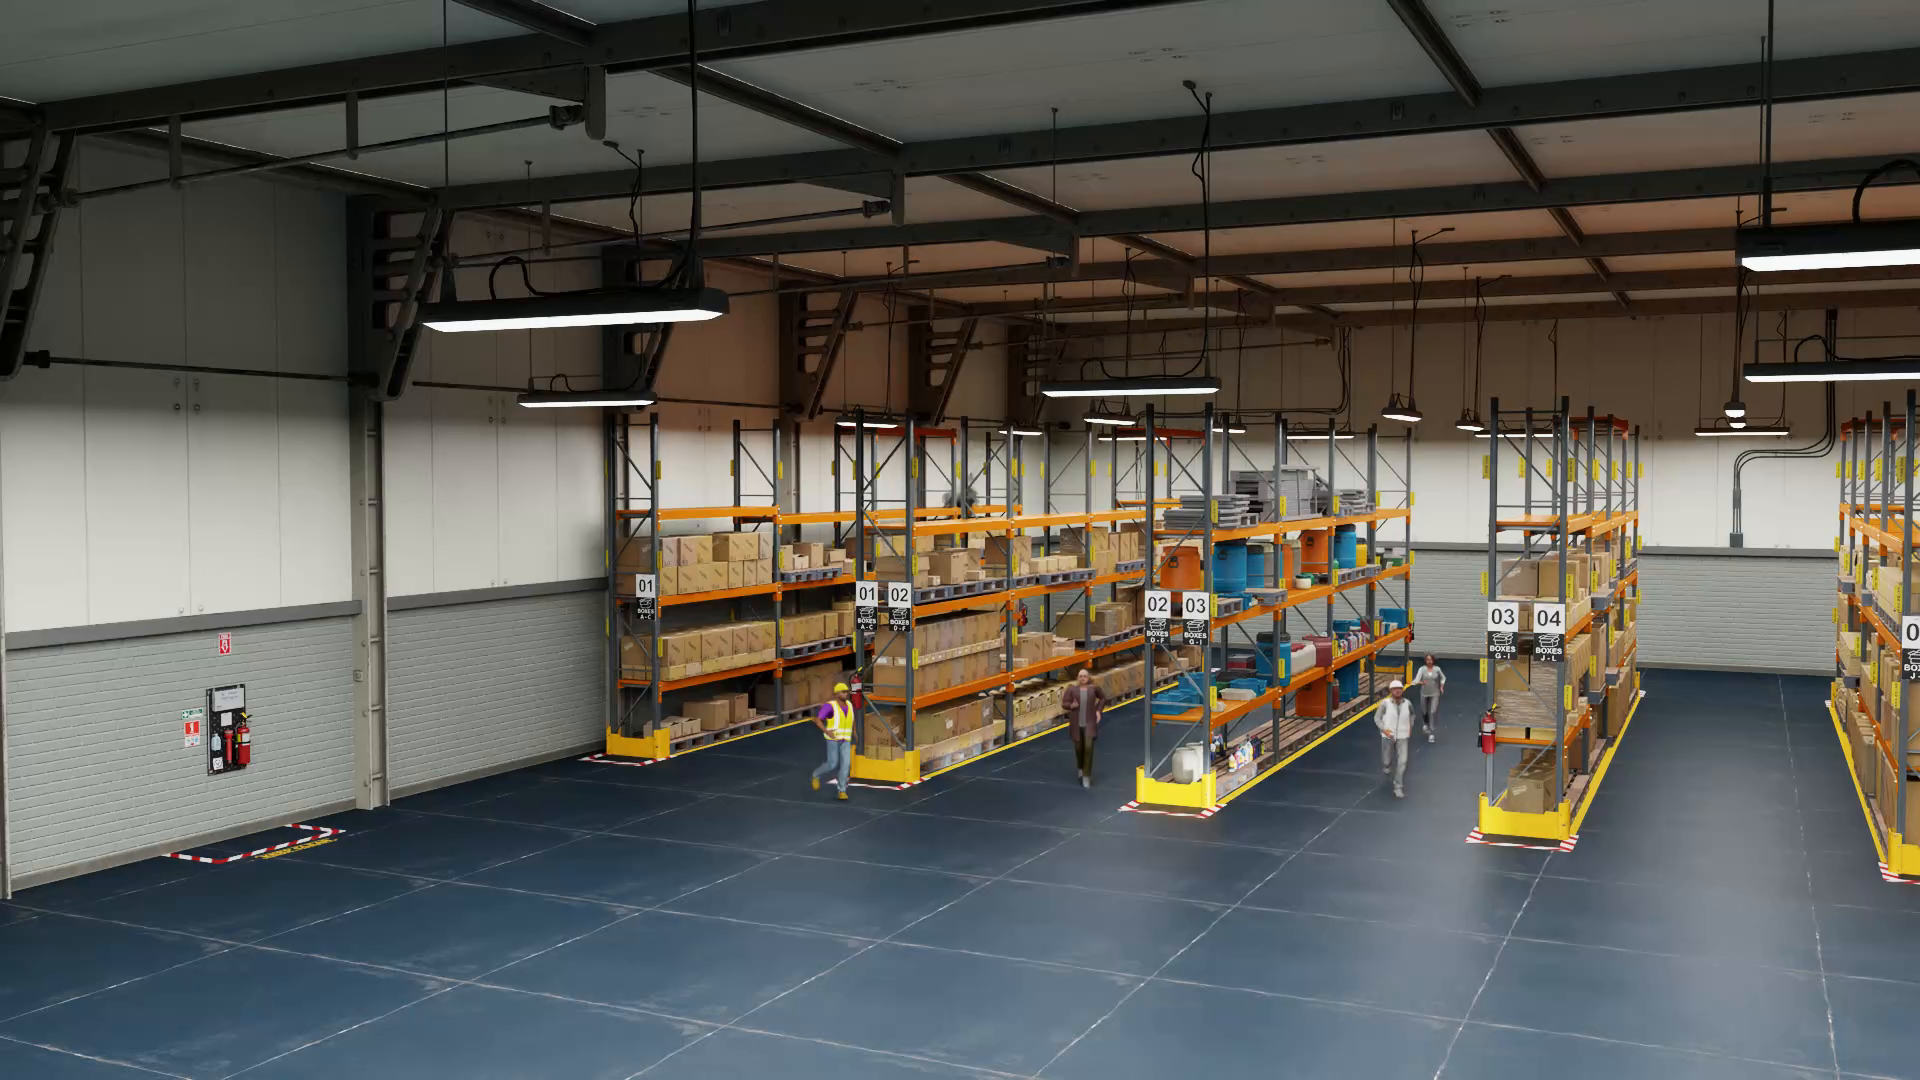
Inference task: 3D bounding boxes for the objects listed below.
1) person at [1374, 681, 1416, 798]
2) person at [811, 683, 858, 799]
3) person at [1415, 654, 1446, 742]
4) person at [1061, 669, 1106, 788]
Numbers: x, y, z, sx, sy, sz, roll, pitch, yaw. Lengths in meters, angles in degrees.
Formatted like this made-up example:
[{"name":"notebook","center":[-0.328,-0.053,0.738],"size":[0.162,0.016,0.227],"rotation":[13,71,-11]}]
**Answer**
[{"name":"person","center":[6.776,3.064,25.892],"size":[0.642,1.760,1.011],"rotation":[0,2,10]},{"name":"person","center":[-1.858,3.067,25.542],"size":[0.768,1.742,0.886],"rotation":[-2,3,-40]},{"name":"person","center":[8.706,2.896,30.811],"size":[0.544,1.586,0.879],"rotation":[1,3,18]},{"name":"person","center":[1.964,2.974,26.544],"size":[0.690,1.819,0.910],"rotation":[0,2,10]}]
